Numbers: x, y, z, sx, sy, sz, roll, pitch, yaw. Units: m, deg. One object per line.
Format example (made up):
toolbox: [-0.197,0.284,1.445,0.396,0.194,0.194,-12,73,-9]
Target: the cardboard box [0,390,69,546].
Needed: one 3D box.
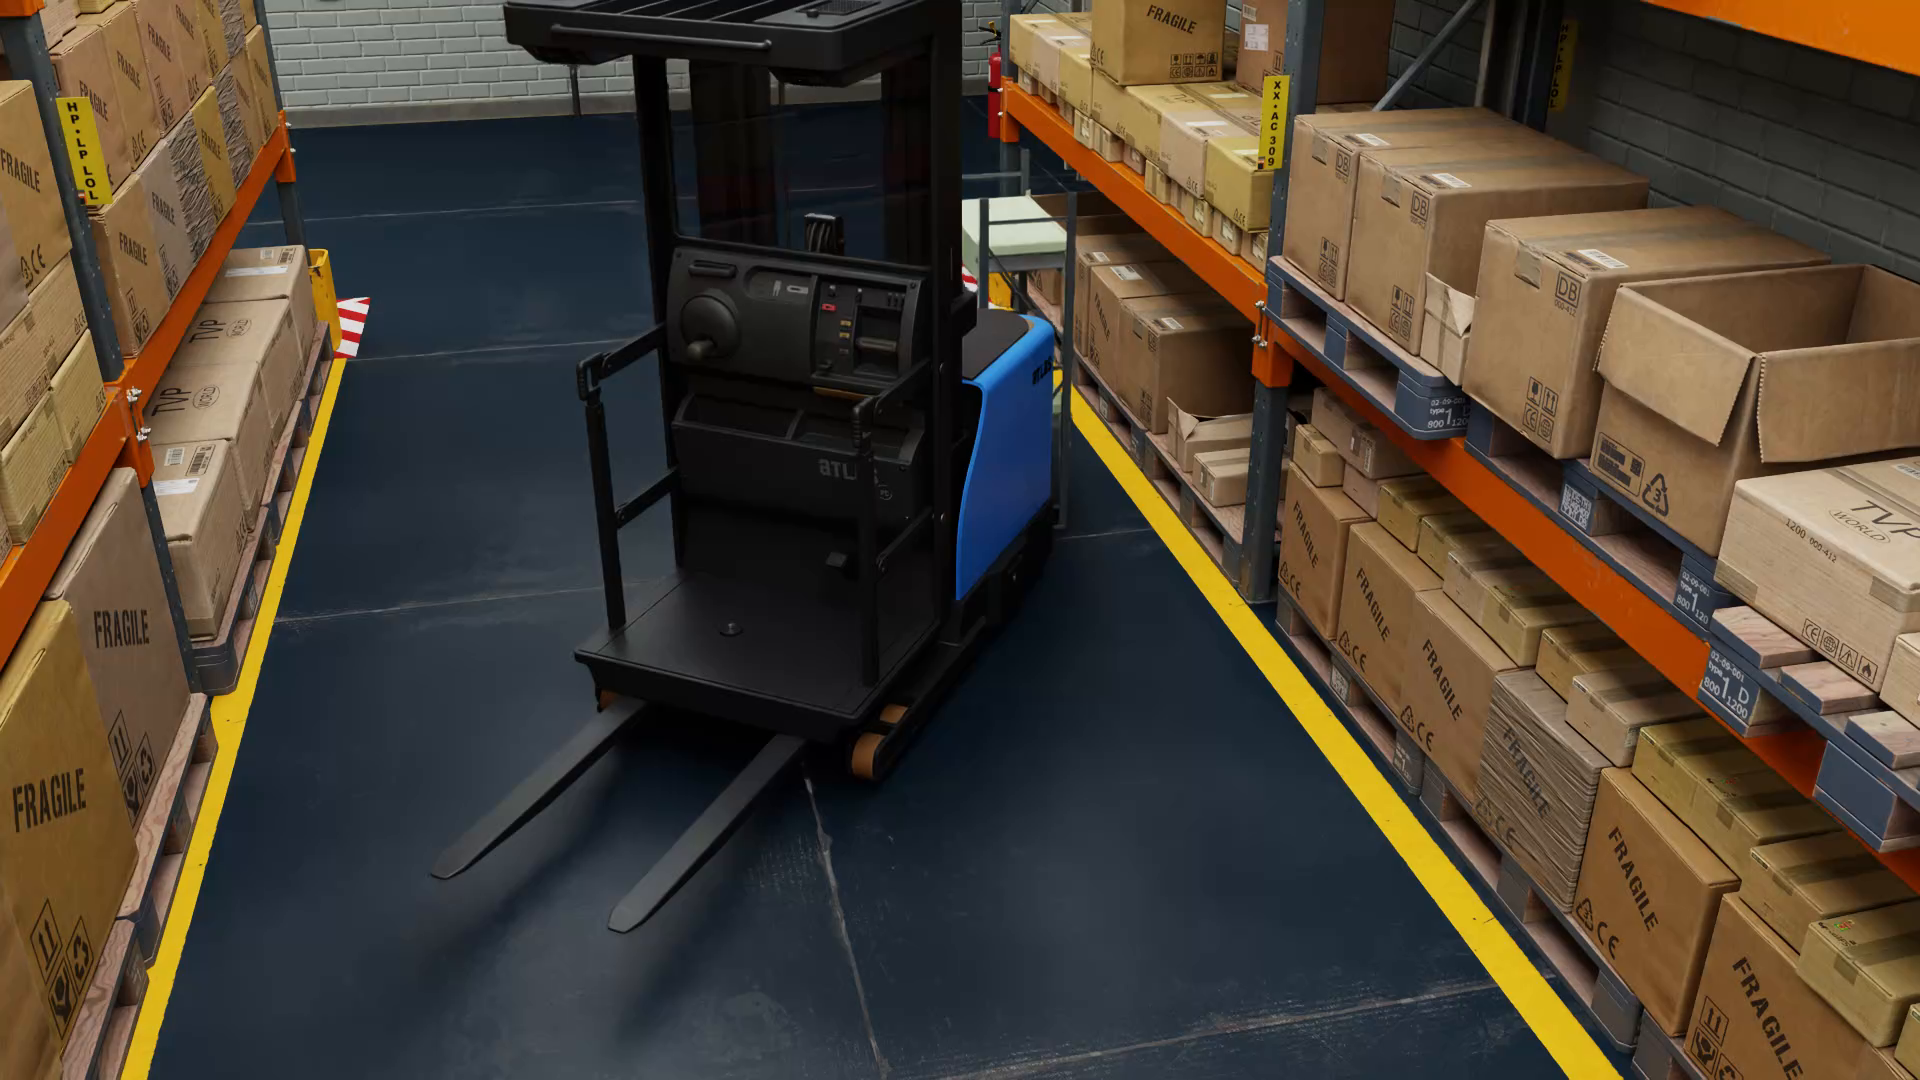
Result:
cardboard box: [-2.736,-0.180,4.444,0.500,0.250,0.500,-6,27,-12]

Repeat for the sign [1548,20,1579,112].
sign: [2.178,-1.722,6.049,0.100,0.325,0.005,-6,27,-12]

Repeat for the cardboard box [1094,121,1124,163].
cardboard box: [0.865,-1.935,8.034,0.380,0.149,0.250,-5,27,-10]

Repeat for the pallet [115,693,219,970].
pallet: [-2.949,0.934,5.165,1.003,0.211,1.213,-6,27,-12]

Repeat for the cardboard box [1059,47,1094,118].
cardboard box: [0.808,-2.299,8.313,0.500,0.250,0.500,-6,27,-13]

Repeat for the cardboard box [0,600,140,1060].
cardboard box: [-2.768,0.779,4.270,0.875,0.875,0.875,-5,27,-10]

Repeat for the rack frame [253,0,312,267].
rack frame: [-4.098,-2.398,8.672,1.000,3.000,0.127,-6,27,-12]

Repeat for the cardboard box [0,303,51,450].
cardboard box: [-2.741,-0.411,4.346,0.500,0.250,0.500,-5,27,-10]

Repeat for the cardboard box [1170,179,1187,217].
cardboard box: [1.126,-1.491,7.155,0.380,0.149,0.250,-5,27,-10]

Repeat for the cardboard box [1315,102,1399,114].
cardboard box: [1.670,-1.678,7.081,0.500,0.250,0.500,-6,27,-12]

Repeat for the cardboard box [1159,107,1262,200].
cardboard box: [1.159,-1.631,6.988,0.500,0.250,0.500,-6,27,-11]

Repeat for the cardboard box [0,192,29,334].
cardboard box: [-2.728,-0.736,4.158,0.500,0.500,0.500,-5,27,-11]

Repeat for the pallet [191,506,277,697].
pallet: [-3.292,0.261,6.498,1.003,0.211,1.213,-6,27,-12]

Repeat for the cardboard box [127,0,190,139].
cardboard box: [-3.280,-1.815,6.296,0.500,0.500,0.500,-5,27,-11]

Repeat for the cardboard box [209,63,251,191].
cardboard box: [-3.508,-1.811,7.398,0.500,0.500,0.500,-5,27,-10]

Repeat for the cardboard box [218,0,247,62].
cardboard box: [-3.611,-2.475,7.604,0.500,0.500,0.500,-6,27,-11]

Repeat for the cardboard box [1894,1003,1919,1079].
cardboard box: [2.182,1.056,3.417,0.380,0.149,0.250,-7,28,-14]

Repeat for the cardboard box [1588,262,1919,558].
cardboard box: [1.992,-0.323,3.980,0.797,0.503,0.637,-7,28,-13]

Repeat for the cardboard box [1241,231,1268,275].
cardboard box: [1.320,-1.150,6.478,0.380,0.149,0.250,-6,27,-11]

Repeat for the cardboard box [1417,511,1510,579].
cardboard box: [1.742,0.020,5.470,0.380,0.149,0.250,-6,27,-12]

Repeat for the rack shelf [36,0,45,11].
rack shelf: [-3.647,-2.538,6.419,1.077,0.370,4.000,-6,27,-12]

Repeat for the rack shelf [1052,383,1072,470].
rack shelf: [0.192,-0.579,7.456,0.431,0.370,0.720,-6,27,-12]

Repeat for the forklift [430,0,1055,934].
forklift: [-0.648,-0.709,5.401,1.130,2.935,3.031,11,29,20]

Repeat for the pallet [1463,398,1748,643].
pallet: [2.097,-0.159,4.449,1.003,0.211,1.213,-6,27,-12]

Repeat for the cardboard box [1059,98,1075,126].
cardboard box: [0.736,-2.283,8.724,0.380,0.149,0.250,-5,27,-10]

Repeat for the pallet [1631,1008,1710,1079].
pallet: [2.408,1.522,4.001,1.003,0.211,1.213,-6,27,-12]

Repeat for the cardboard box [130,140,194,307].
cardboard box: [-3.157,-1.140,6.070,0.500,0.500,0.500,-6,27,-11]

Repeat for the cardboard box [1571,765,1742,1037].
cardboard box: [2.012,0.923,4.401,0.500,0.500,0.500,-5,27,-9]

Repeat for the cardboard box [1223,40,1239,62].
cardboard box: [1.321,-2.350,8.413,0.500,0.250,0.500,-5,27,-10]

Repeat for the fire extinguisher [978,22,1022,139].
fire extinguisher: [0.253,-2.720,9.810,0.296,0.674,0.183,-6,27,-12]

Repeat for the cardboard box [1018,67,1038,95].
cardboard box: [0.544,-2.619,9.389,0.380,0.149,0.250,-6,27,-12]

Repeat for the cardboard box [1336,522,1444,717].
cardboard box: [1.658,0.249,5.736,0.500,0.500,0.500,-6,27,-12]

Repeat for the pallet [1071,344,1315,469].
pallet: [1.206,-0.741,8.484,1.003,0.211,1.213,-6,27,-12]

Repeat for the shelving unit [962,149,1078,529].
shelving unit: [0.192,-0.870,7.309,0.431,1.500,0.755,-6,27,-12]

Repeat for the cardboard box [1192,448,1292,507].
cardboard box: [1.227,-0.277,7.168,0.380,0.149,0.250,-7,28,-13]

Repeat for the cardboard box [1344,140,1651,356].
cardboard box: [1.646,-0.917,5.161,0.700,0.500,0.500,-6,27,-11]

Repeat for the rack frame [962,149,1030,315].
rack frame: [0.110,-1.031,7.628,0.400,1.500,0.023,-6,27,-12]

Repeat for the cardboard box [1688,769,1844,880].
cardboard box: [2.058,0.699,4.125,0.380,0.149,0.250,-5,27,-10]

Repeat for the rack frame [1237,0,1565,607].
rack frame: [1.638,-1.148,6.195,1.000,3.000,0.127,-6,27,-12]

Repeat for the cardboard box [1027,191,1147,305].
cardboard box: [0.782,-1.698,9.591,0.797,0.503,0.637,-7,28,-14]

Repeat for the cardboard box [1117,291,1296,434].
cardboard box: [1.171,-0.862,7.937,0.700,0.500,0.500,-7,28,-14]

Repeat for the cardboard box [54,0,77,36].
cardboard box: [-3.088,-1.698,5.345,0.380,0.149,0.250,-6,27,-11]

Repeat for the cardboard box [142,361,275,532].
cardboard box: [-3.436,-0.365,7.022,0.875,0.438,0.875,-7,28,-13]

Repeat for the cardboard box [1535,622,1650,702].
cardboard box: [1.905,0.358,4.800,0.380,0.149,0.250,-6,27,-11]

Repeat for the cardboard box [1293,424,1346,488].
cardboard box: [1.460,-0.324,6.152,0.380,0.149,0.250,-5,27,-9]

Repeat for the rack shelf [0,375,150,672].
rack shelf: [-2.746,0.557,3.615,1.077,0.370,4.000,-6,27,-12]
